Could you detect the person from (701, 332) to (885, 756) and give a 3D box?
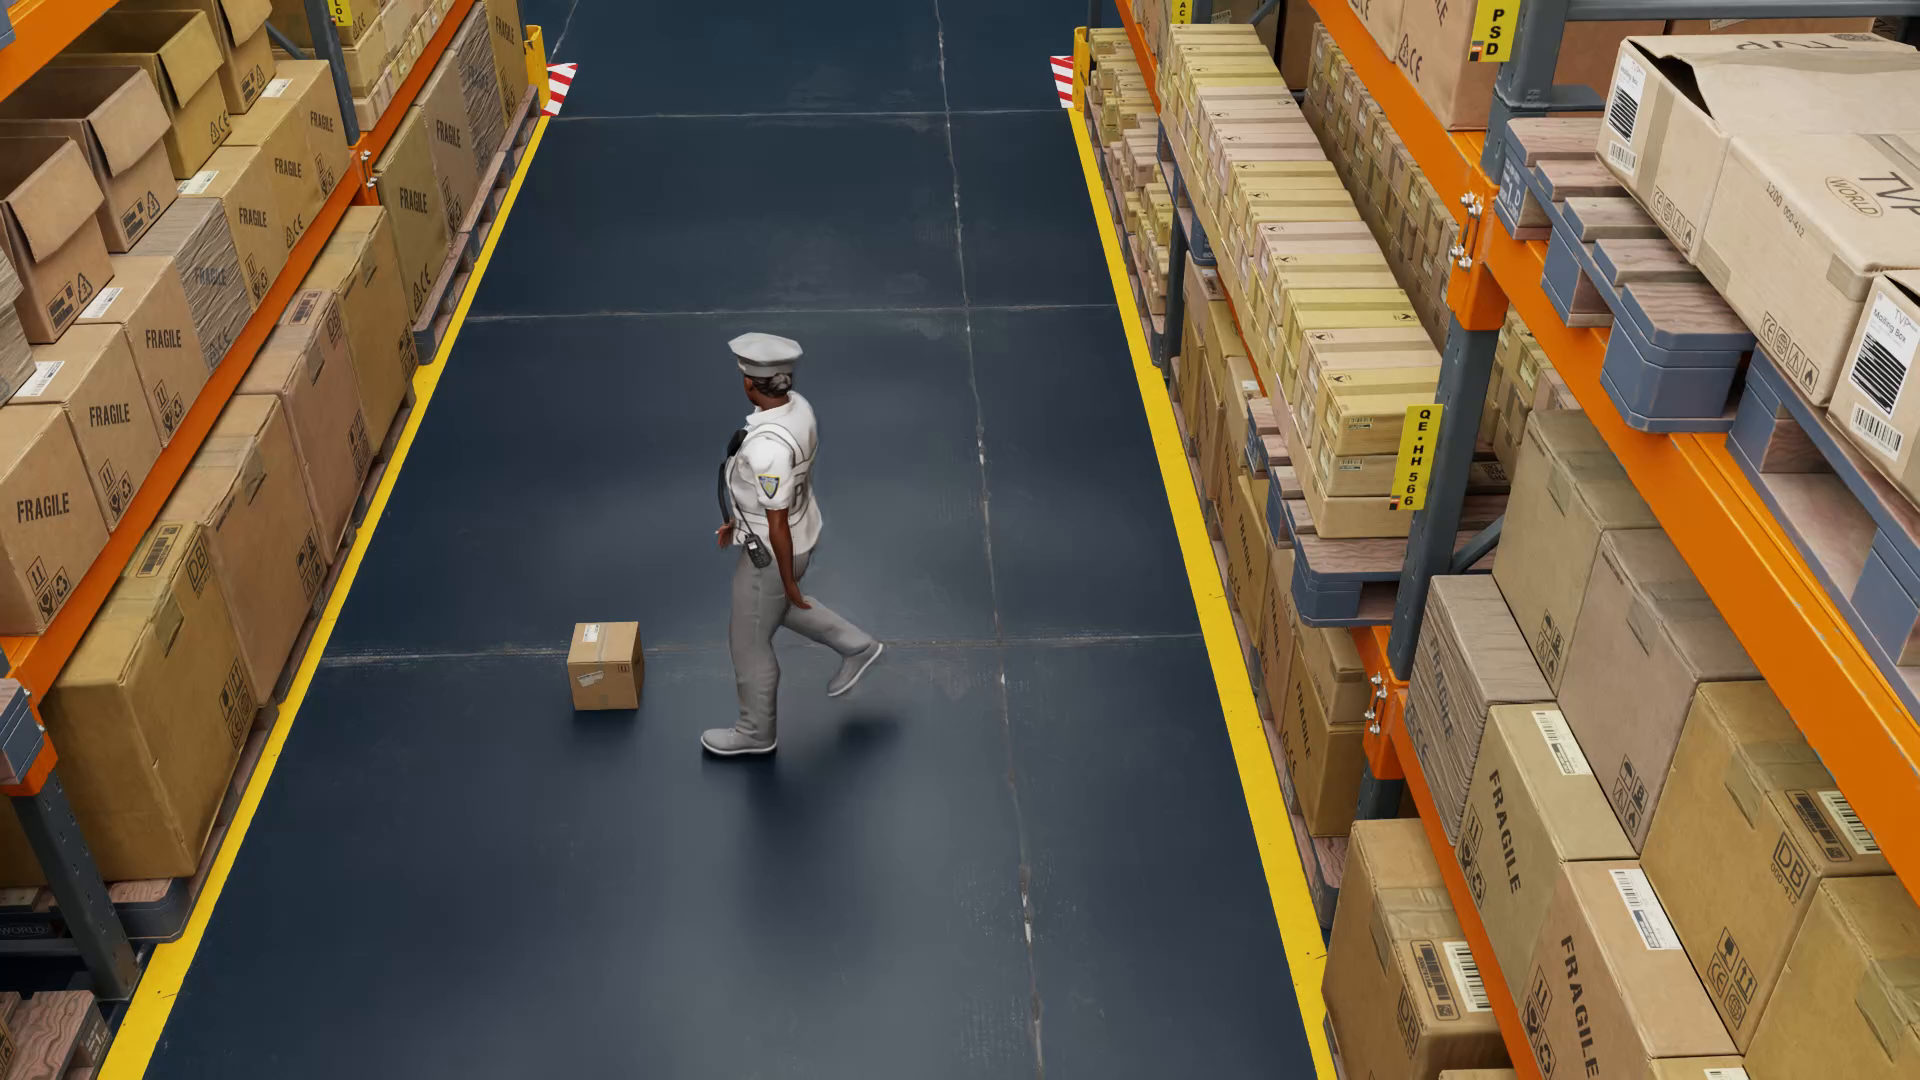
[{"bbox_3d":[-0.646,0.038,6.093,0.662,1.634,0.516,5,36,7],"label":"person"}]
